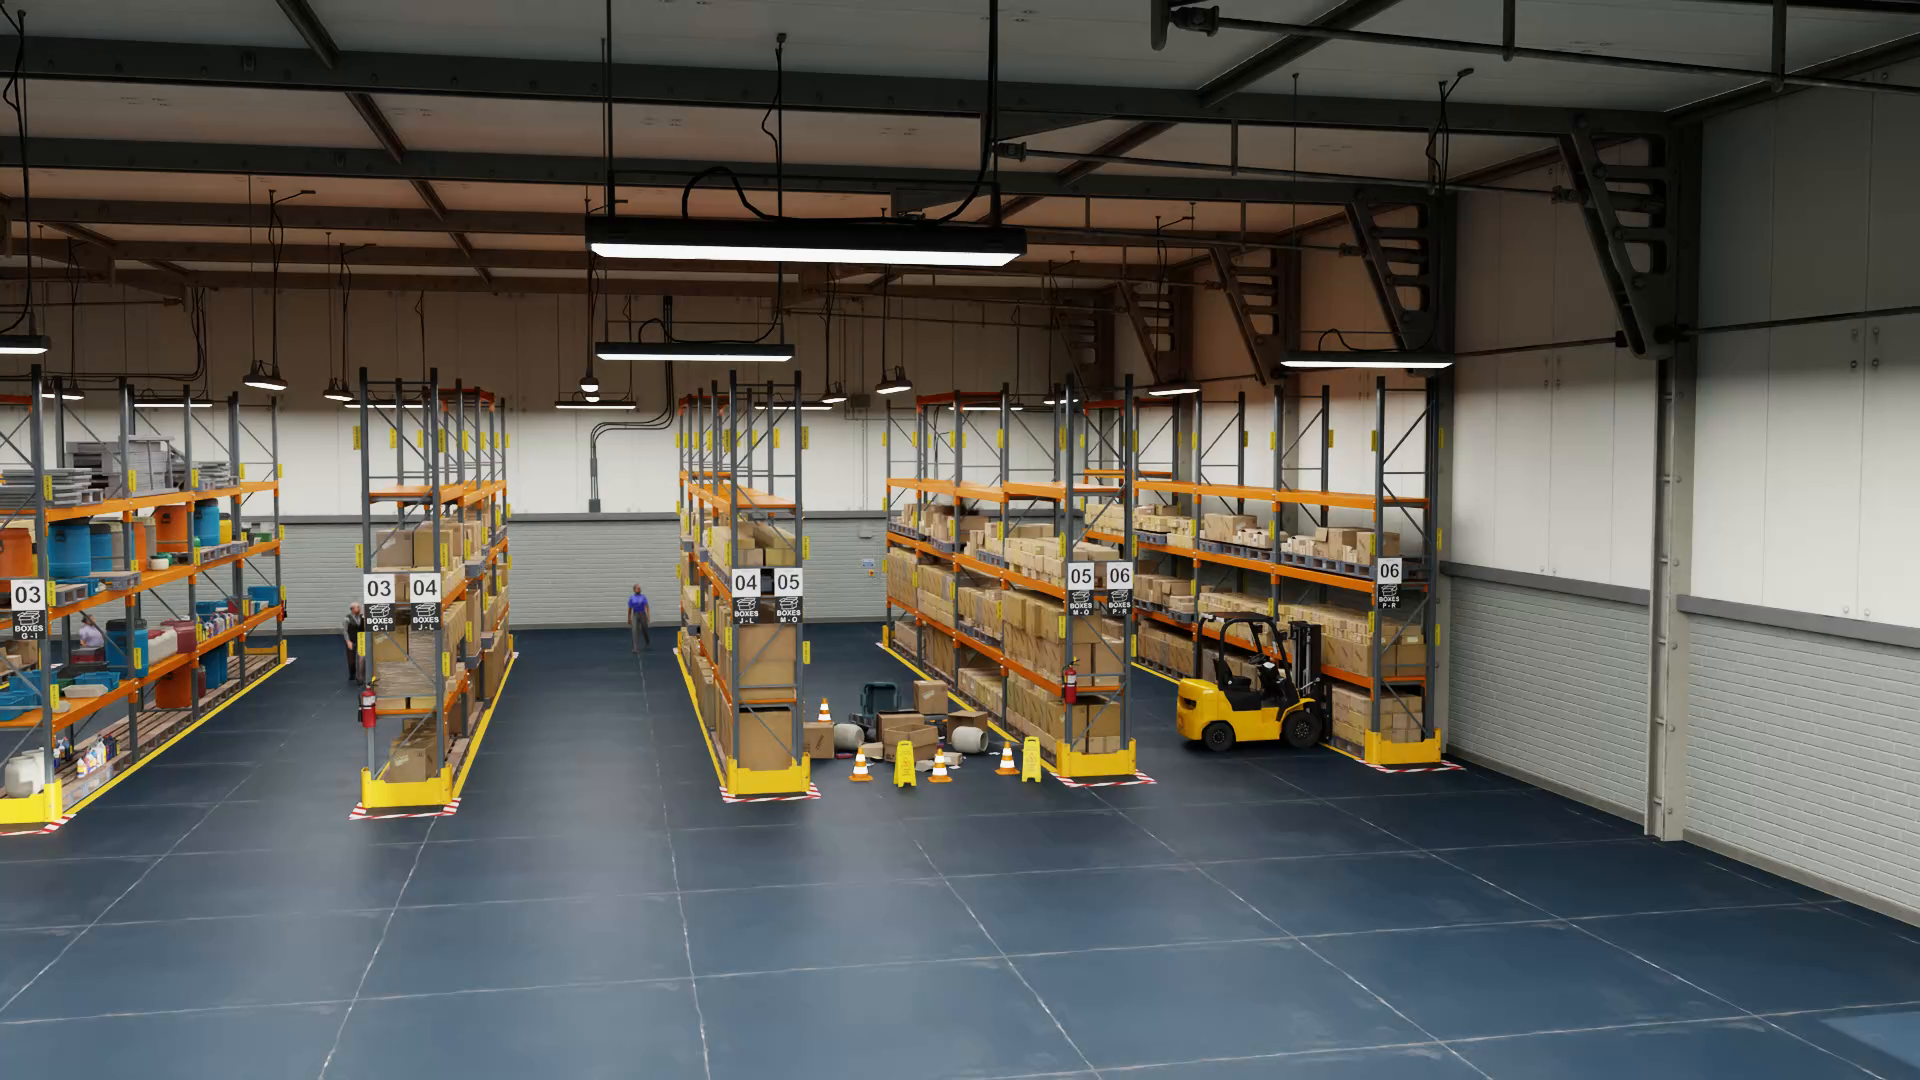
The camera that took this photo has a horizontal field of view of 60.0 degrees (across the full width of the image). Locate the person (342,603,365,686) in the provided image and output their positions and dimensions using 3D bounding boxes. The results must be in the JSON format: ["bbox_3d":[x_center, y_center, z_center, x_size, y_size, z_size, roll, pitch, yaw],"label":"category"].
[{"bbox_3d":[-12.430,2.132,34.181,0.478,1.686,0.974,-1,4,-18],"label":"person"}]

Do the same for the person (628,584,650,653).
[{"bbox_3d":[-7.614,1.844,39.513,0.542,1.604,0.950,0,3,1],"label":"person"}]

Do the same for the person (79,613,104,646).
[{"bbox_3d":[-16.937,2.270,32.544,0.436,1.679,0.532,2,4,28],"label":"person"}]
